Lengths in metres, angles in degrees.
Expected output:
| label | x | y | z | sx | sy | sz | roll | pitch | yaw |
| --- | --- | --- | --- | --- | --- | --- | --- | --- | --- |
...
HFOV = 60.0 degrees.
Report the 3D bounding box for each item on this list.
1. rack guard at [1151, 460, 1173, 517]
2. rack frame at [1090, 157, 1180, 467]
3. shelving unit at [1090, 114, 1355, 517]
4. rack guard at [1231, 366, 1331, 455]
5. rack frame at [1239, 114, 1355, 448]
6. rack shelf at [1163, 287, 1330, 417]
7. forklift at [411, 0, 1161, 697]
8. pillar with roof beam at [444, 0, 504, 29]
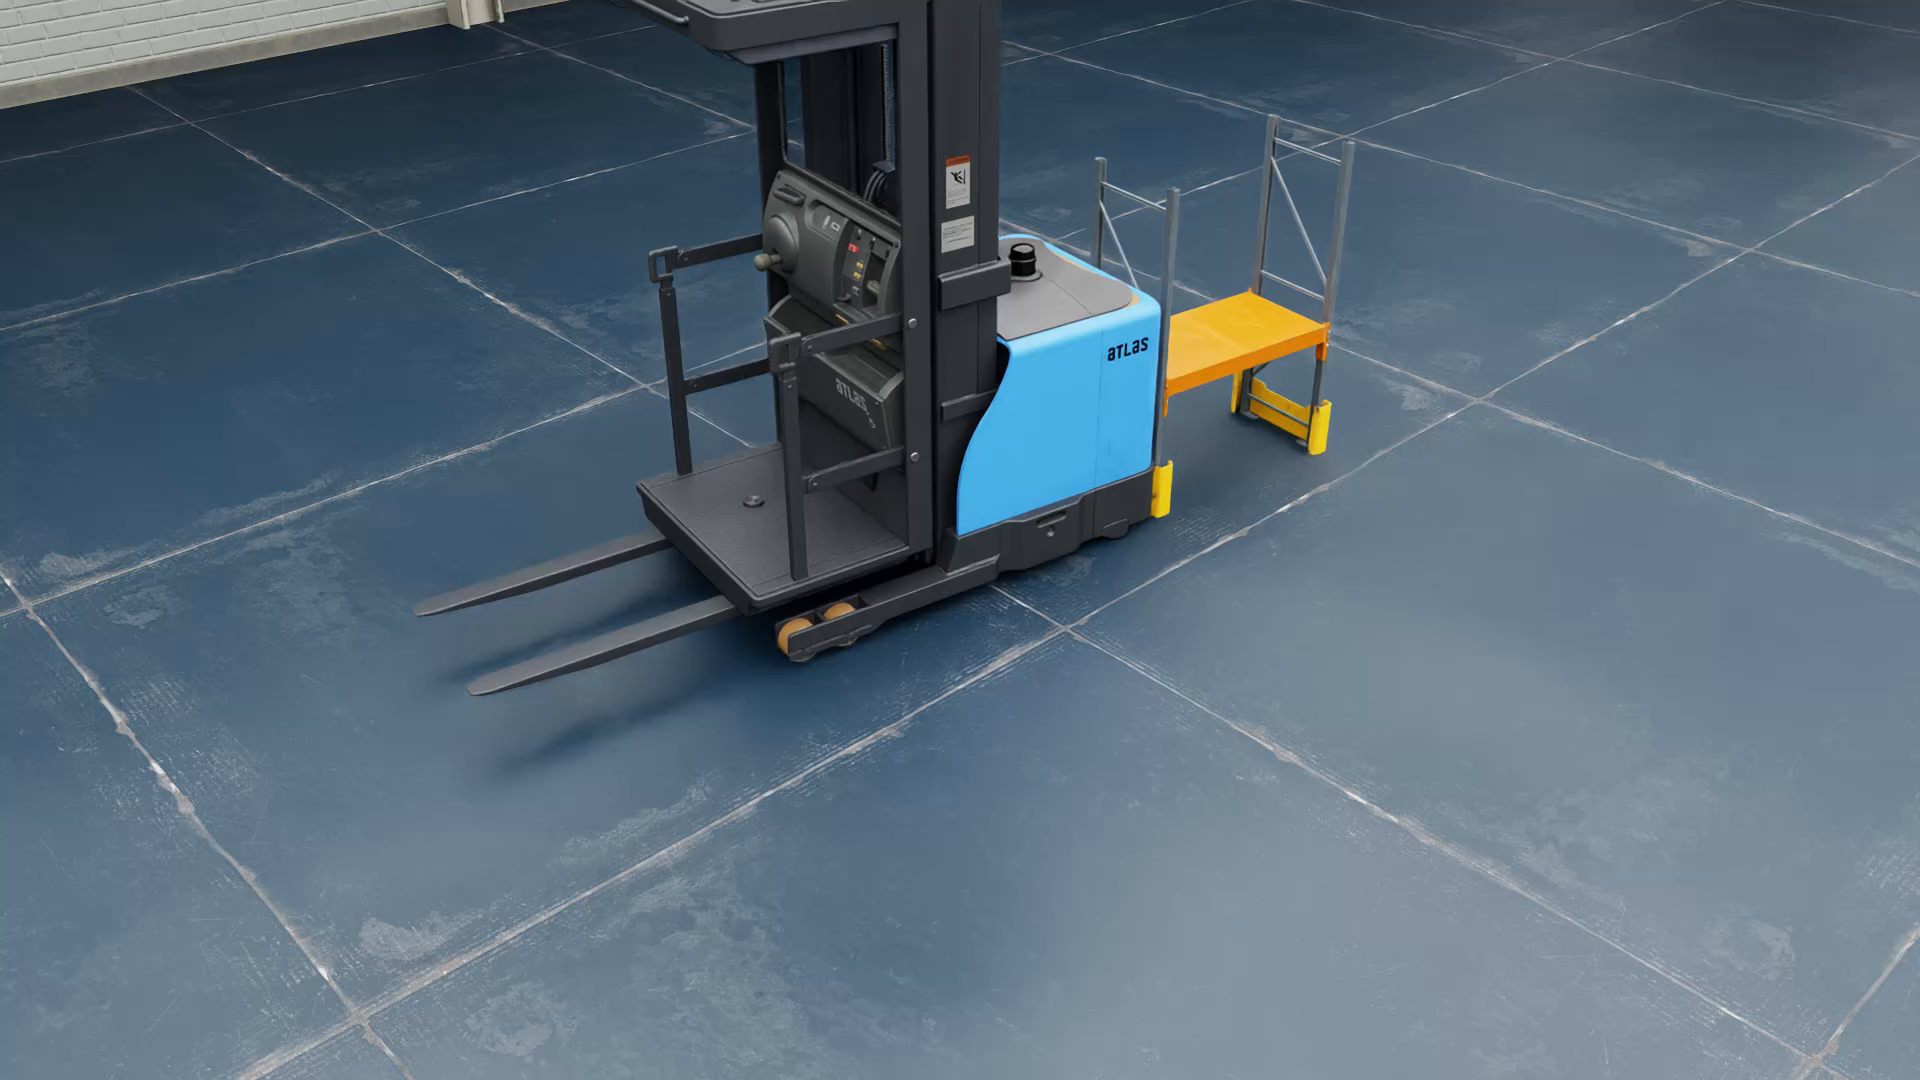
| label | x | y | z | sx | sy | sz | roll | pitch | yaw |
| --- | --- | --- | --- | --- | --- | --- | --- | --- | --- |
| rack guard | 0.741 | -0.341 | 7.567 | 0.087 | 0.250 | 0.587 | -21 | 37 | -30 |
| rack frame | 0.725 | -0.868 | 7.232 | 0.032 | 1.500 | 0.500 | -21 | 37 | -30 |
| shelving unit | 1.145 | -1.026 | 7.490 | 1.083 | 1.500 | 0.587 | -21 | 37 | -30 |
| rack guard | 1.549 | -0.644 | 8.064 | 0.087 | 0.250 | 0.587 | -21 | 37 | -30 |
| rack frame | 1.550 | -1.178 | 7.739 | 0.032 | 1.500 | 0.500 | -21 | 37 | -30 |
| rack shelf | 1.138 | -0.870 | 7.579 | 1.000 | 0.185 | 0.538 | -21 | 37 | -30 |
| forklift | -0.667 | -1.091 | 6.224 | 3.031 | 2.935 | 1.130 | -19 | 36 | -28 |
| pillar with roof beam | -1.373 | -6.797 | 9.739 | 0.400 | 9.000 | 9.100 | -26 | 40 | -35 |
